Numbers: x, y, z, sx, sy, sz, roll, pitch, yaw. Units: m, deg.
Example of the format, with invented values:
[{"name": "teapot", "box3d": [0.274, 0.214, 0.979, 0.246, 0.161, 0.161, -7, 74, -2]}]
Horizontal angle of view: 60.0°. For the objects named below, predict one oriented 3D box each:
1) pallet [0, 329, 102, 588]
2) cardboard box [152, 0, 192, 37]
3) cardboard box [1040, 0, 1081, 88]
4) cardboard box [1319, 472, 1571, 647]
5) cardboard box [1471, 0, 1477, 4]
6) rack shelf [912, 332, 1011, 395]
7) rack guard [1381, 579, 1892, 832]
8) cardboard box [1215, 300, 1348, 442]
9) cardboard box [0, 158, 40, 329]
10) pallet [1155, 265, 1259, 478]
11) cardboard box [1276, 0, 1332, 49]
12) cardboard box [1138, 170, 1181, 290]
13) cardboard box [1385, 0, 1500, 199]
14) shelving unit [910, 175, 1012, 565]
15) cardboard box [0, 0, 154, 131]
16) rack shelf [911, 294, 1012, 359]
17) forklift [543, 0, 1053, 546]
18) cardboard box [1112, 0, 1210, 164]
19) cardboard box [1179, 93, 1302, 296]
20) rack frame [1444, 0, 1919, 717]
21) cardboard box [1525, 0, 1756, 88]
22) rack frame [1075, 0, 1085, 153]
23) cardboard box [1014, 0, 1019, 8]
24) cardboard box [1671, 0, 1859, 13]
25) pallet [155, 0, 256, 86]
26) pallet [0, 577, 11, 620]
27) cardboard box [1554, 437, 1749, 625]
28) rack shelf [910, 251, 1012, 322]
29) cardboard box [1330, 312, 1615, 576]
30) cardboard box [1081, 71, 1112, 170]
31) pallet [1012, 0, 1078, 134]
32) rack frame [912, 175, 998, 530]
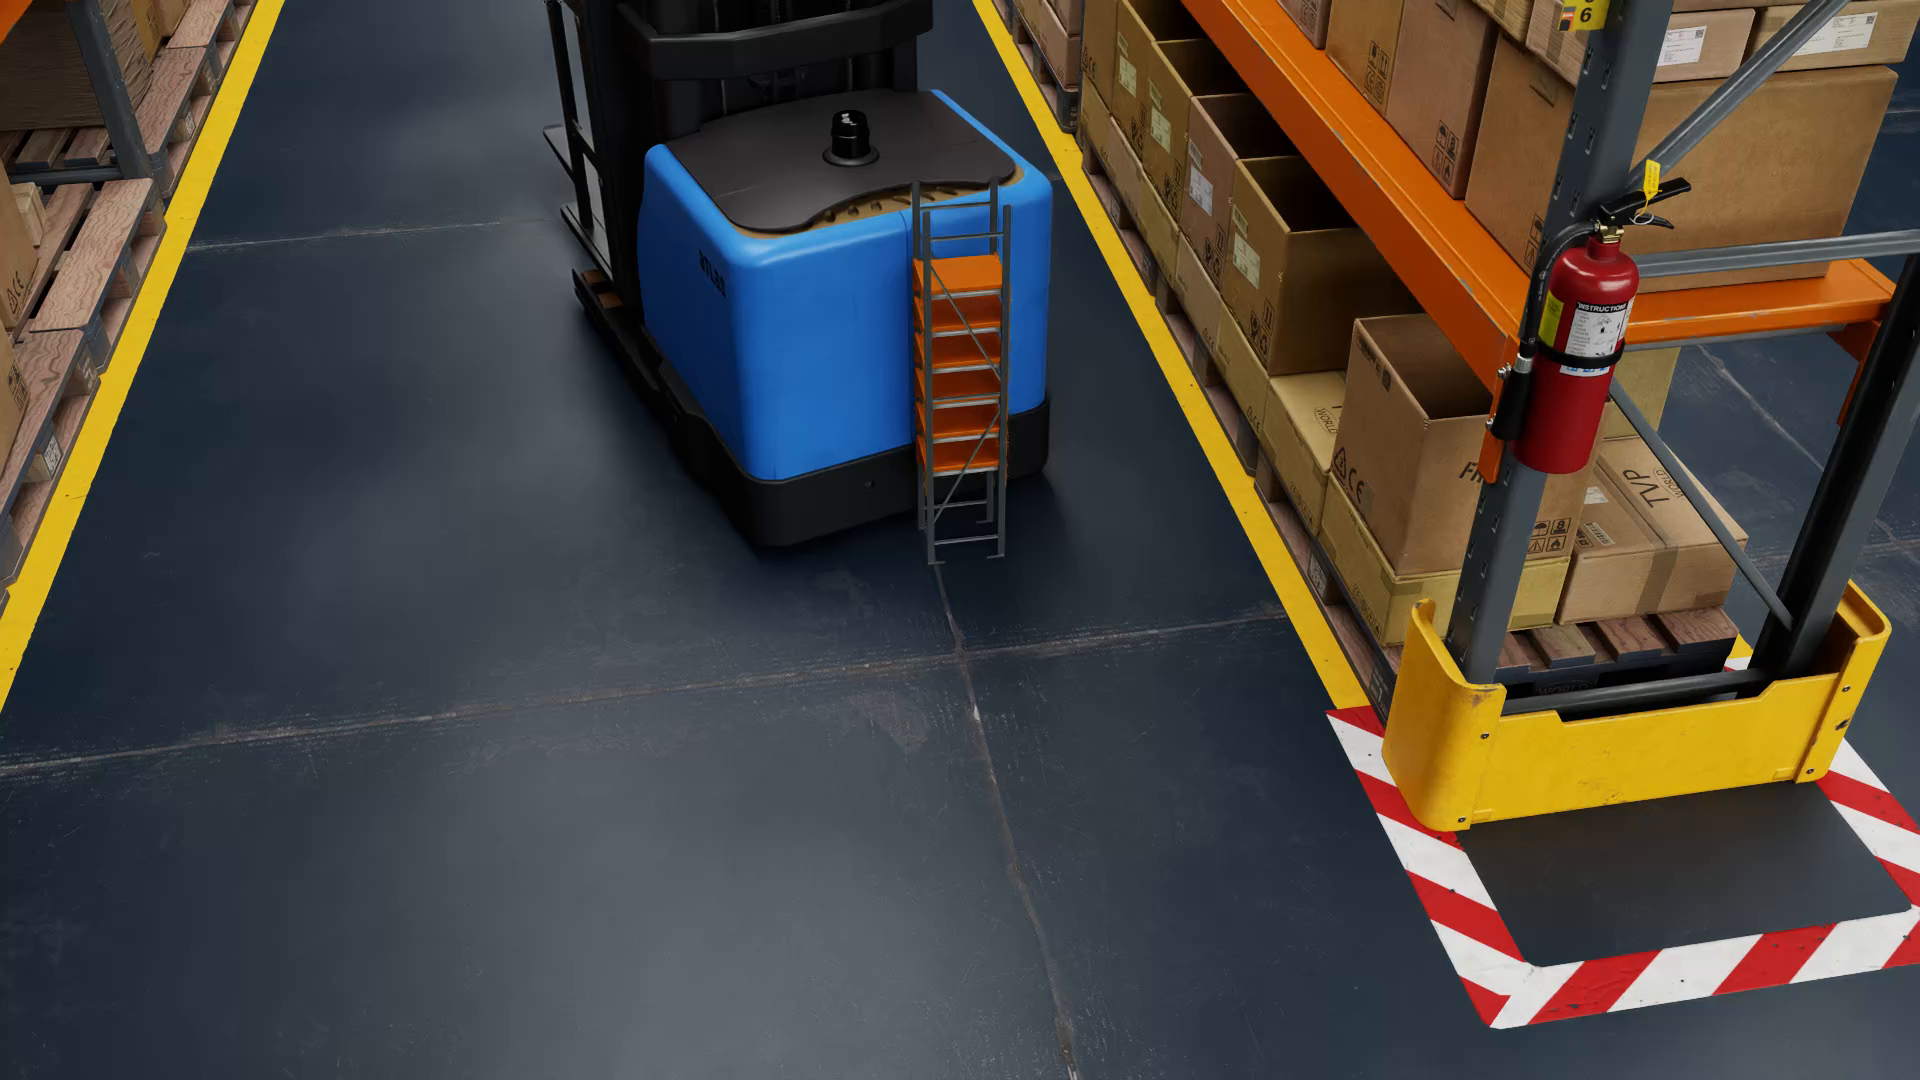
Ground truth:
[{"name": "pallet", "box3d": [-3.476, -0.247, 5.396, 1.003, 0.211, 1.213, -6, 38, -8]}, {"name": "cardboard box", "box3d": [-4.181, -2.738, 8.008, 0.700, 0.500, 0.500, -6, 38, -7]}, {"name": "cardboard box", "box3d": [0.673, -2.323, 7.694, 0.500, 0.250, 0.500, -7, 38, -8]}, {"name": "cardboard box", "box3d": [1.347, 0.020, 4.678, 0.500, 0.250, 0.500, -6, 38, -8]}, {"name": "cardboard box", "box3d": [1.385, -1.426, 4.031, 0.380, 0.149, 0.250, -7, 38, -9]}, {"name": "rack shelf", "box3d": [0.003, -0.525, 4.824, 0.258, 0.103, 0.180, -6, 38, -8]}, {"name": "rack guard", "box3d": [1.736, 0.394, 4.336, 1.175, 0.500, 0.348, -6, 38, -8]}, {"name": "cardboard box", "box3d": [1.158, -0.583, 5.454, 0.500, 0.250, 0.500, -6, 38, -8]}, {"name": "cardboard box", "box3d": [-3.624, -1.053, 5.839, 0.500, 0.500, 0.500, -9, 39, -11]}, {"name": "pallet", "box3d": [1.346, -0.700, 5.978, 1.003, 0.211, 1.213, -6, 38, -8]}, {"name": "cardboard box", "box3d": [1.389, -1.866, 5.125, 0.700, 0.500, 0.500, -5, 38, -7]}, {"name": "cardboard box", "box3d": [0.979, -1.186, 6.231, 0.500, 0.250, 0.500, -6, 38, -8]}, {"name": "cardboard box", "box3d": [1.566, -1.247, 4.329, 0.700, 0.500, 0.500, -5, 38, -7]}, {"name": "shelving unit", "box3d": [0.003, -0.465, 4.871, 0.258, 1.200, 0.189, -6, 38, -8]}, {"name": "cardboard box", "box3d": [-3.991, -2.118, 7.211, 0.700, 0.500, 0.500, -5, 38, -6]}, {"name": "rack shelf", "box3d": [0.003, -0.620, 4.751, 0.258, 0.103, 0.180, -6, 38, -8]}, {"name": "forklift", "box3d": [-0.822, -2.032, 5.477, 1.130, 2.935, 3.031, -17, 41, -21]}, {"name": "cardboard box", "box3d": [0.899, -1.785, 6.391, 0.500, 0.500, 0.500, -6, 38, -8]}, {"name": "cardboard box", "box3d": [1.069, -1.181, 5.612, 0.500, 0.500, 0.500, -6, 38, -8]}, {"name": "rack frame", "box3d": [1.732, -0.608, 3.588, 1.000, 3.000, 0.127, -6, 38, -8]}, {"name": "cardboard box", "box3d": [1.477, -1.114, 3.629, 0.380, 0.149, 0.250, -7, 38, -9]}, {"name": "rack frame", "box3d": [1.031, -3.024, 6.697, 1.000, 3.000, 0.127, -6, 38, -8]}, {"name": "cardboard box", "box3d": [0.496, -2.938, 8.486, 0.500, 0.250, 0.500, -5, 38, -7]}, {"name": "cardboard box", "box3d": [1.653, -1.475, 3.565, 0.700, 0.500, 0.500, -6, 38, -8]}, {"name": "pallet", "box3d": [-4.201, -2.596, 8.420, 1.003, 0.211, 1.213, -6, 38, -8]}, {"name": "pallet", "box3d": [-3.265, 0.488, 4.450, 1.003, 0.211, 1.213, -6, 38, -8]}, {"name": "cardboard box", "box3d": [1.857, -0.036, 4.750, 0.500, 0.250, 0.500, -6, 38, -8]}, {"name": "rack shelf", "box3d": [0.003, -0.714, 4.677, 0.258, 0.103, 0.180, -6, 38, -8]}, {"name": "cardboard box", "box3d": [1.345, -0.276, 4.448, 0.500, 0.500, 0.500, -6, 38, -8]}, {"name": "cardboard box", "box3d": [0.814, -1.791, 7.010, 0.500, 0.250, 0.500, -6, 38, -8]}, {"name": "pallet", "box3d": [0.863, -2.364, 8.120, 1.003, 0.211, 1.213, -6, 38, -8]}, {"name": "rack frame", "box3d": [-0.013, -0.520, 4.942, 0.240, 1.200, 0.006, -6, 38, -8]}]
